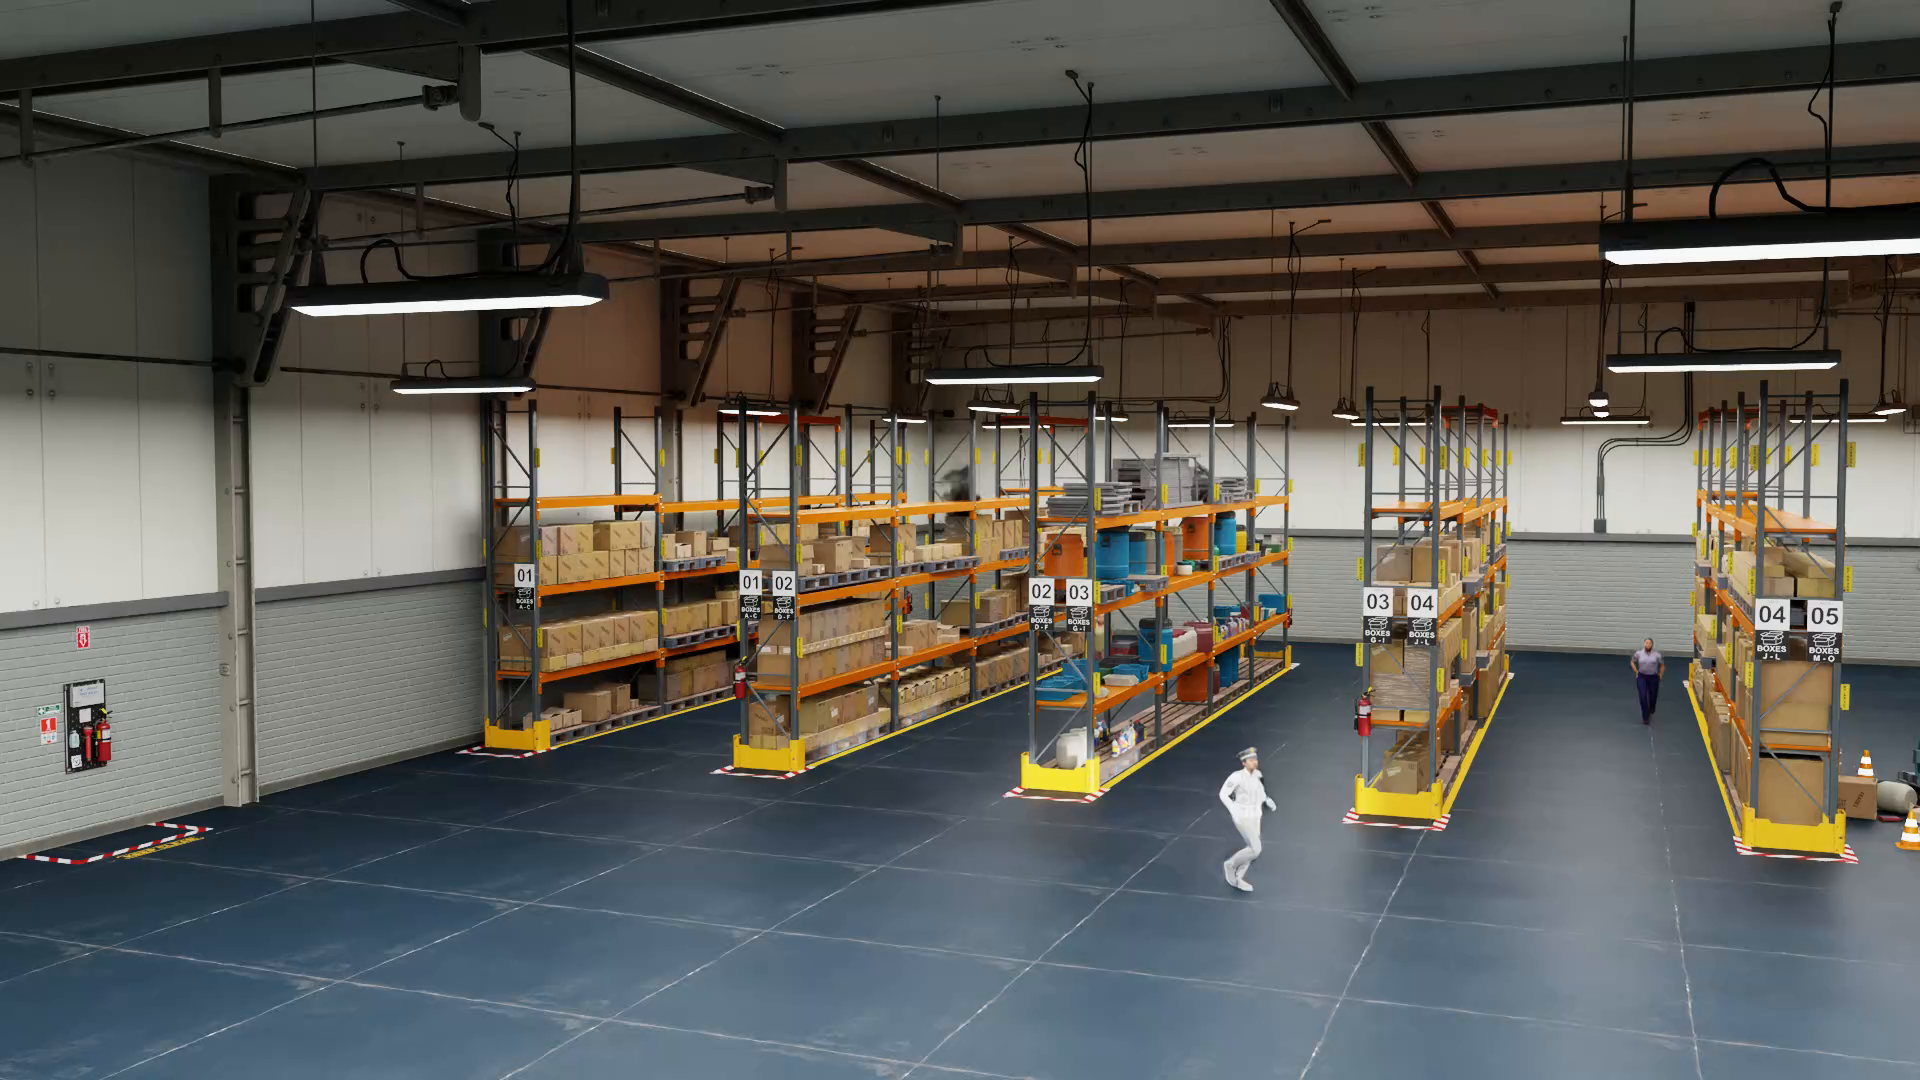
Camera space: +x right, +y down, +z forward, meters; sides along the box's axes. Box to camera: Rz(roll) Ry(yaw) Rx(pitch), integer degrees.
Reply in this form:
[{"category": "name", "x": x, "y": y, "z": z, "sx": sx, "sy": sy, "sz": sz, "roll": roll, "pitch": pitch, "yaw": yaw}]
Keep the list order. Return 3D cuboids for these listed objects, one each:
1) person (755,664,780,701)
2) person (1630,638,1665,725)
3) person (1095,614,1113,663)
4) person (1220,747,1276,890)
[{"category": "person", "x": -3.488, "y": 2.680, "z": 30.679, "sx": 0.592, "sy": 1.718, "sz": 0.706, "roll": 1, "pitch": 3, "yaw": 18}, {"category": "person", "x": 13.023, "y": 2.659, "z": 31.502, "sx": 0.608, "sy": 1.621, "sz": 0.670, "roll": 1, "pitch": 3, "yaw": 21}, {"category": "person", "x": 3.032, "y": 2.388, "z": 35.960, "sx": 0.546, "sy": 1.670, "sz": 0.936, "roll": 0, "pitch": 3, "yaw": 8}, {"category": "person", "x": 3.374, "y": 3.220, "z": 19.237, "sx": 0.600, "sy": 1.666, "sz": 0.547, "roll": -2, "pitch": 4, "yaw": -40}]
